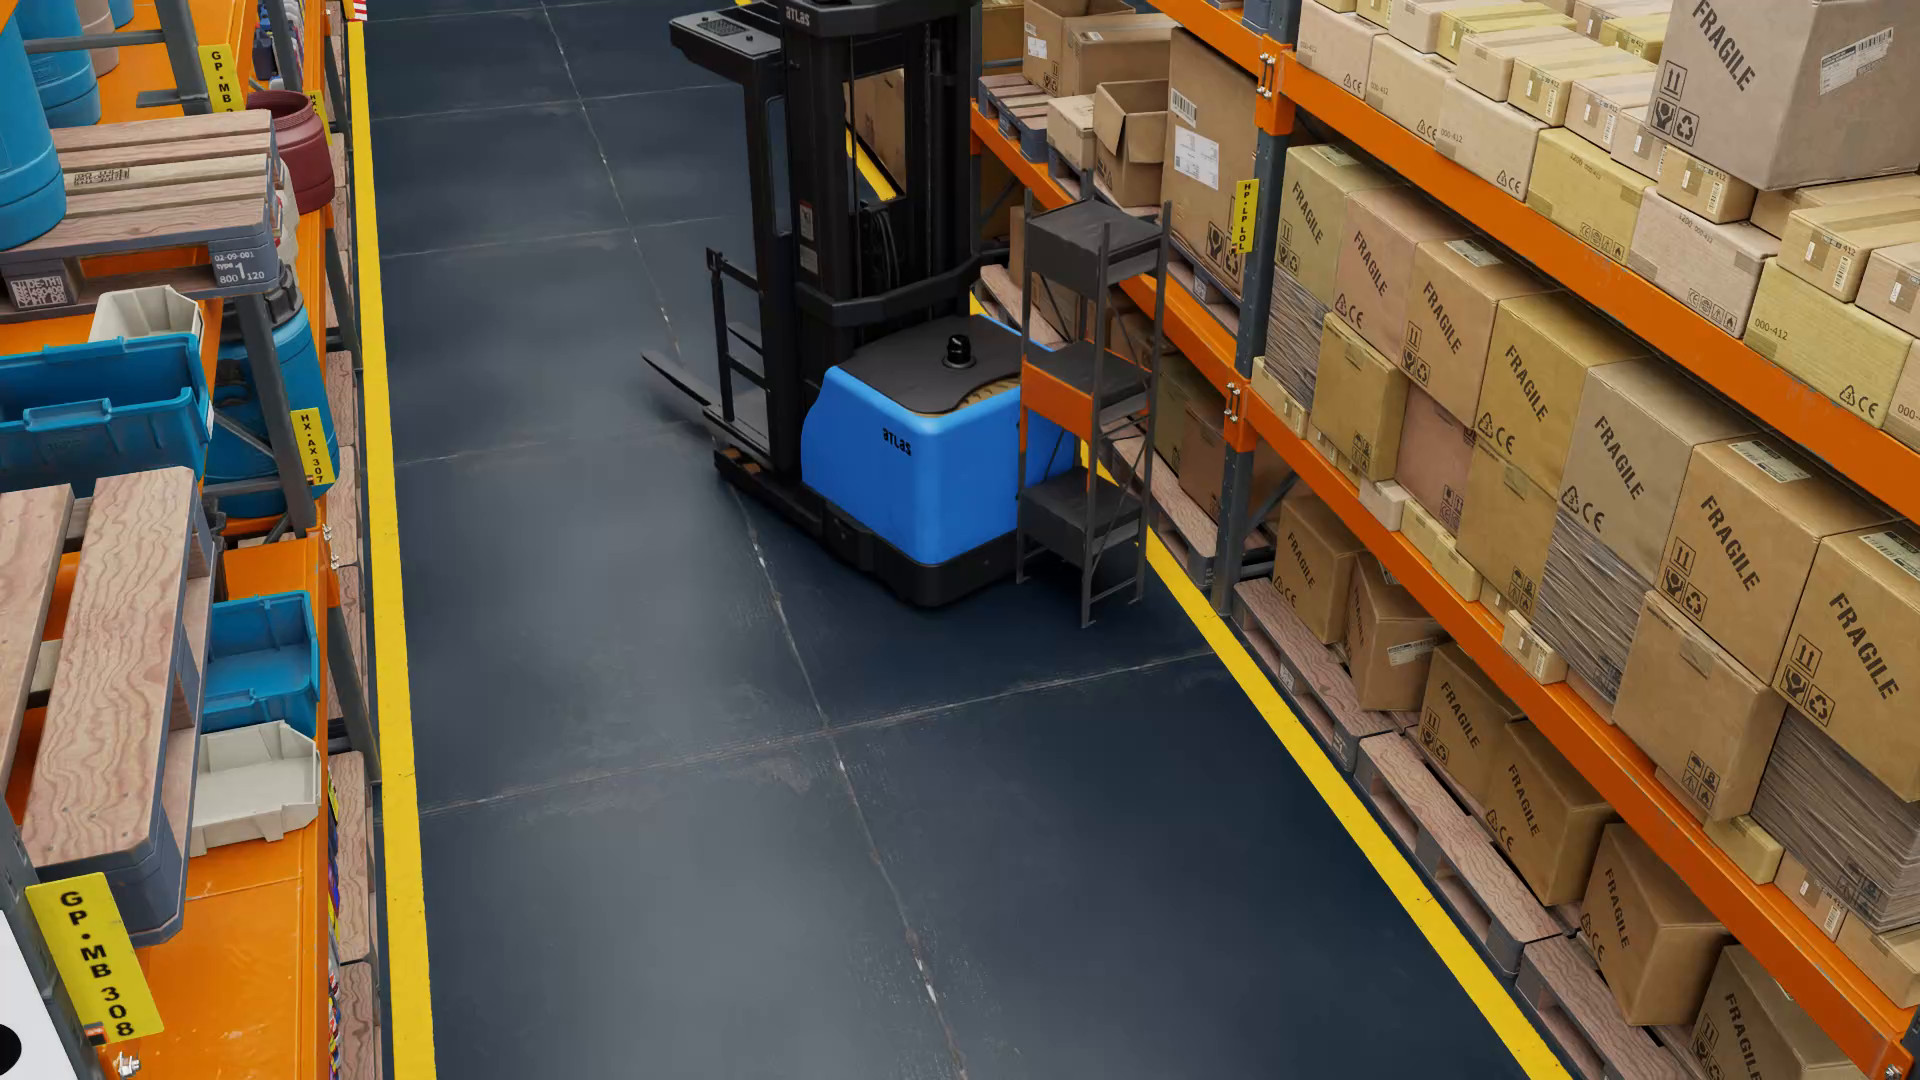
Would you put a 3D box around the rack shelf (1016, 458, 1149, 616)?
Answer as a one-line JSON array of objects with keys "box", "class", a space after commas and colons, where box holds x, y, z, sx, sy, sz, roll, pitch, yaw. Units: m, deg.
[{"box": [0.597, -0.023, 8.174, 0.431, 0.518, 0.480, -24, 41, -32], "class": "rack shelf"}]

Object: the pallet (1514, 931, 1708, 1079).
[{"box": [2.717, 1.809, 5.821, 1.003, 0.211, 1.213, -10, 35, -15], "class": "pallet"}]

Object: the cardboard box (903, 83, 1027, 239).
[{"box": [0.324, -2.737, 11.717, 1.225, 0.875, 0.875, -12, 35, -17], "class": "cardboard box"}]

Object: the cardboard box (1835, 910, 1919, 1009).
[{"box": [2.671, 1.108, 4.580, 0.380, 0.149, 0.250, -10, 35, -15], "class": "cardboard box"}]

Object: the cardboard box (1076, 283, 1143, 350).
[{"box": [1.099, -1.289, 9.848, 0.700, 0.500, 0.500, -7, 34, -11], "class": "cardboard box"}]

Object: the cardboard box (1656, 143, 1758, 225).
[{"box": [2.183, -1.015, 4.619, 0.380, 0.149, 0.250, -12, 35, -17], "class": "cardboard box"}]

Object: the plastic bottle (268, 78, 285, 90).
[{"box": [-4.168, -2.722, 10.261, 0.152, 0.276, 0.135, -10, 35, -15], "class": "plastic bottle"}]

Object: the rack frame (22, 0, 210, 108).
[{"box": [-2.982, -2.652, 4.601, 1.000, 3.000, 0.127, -10, 35, -15], "class": "rack frame"}]

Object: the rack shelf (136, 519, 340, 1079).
[{"box": [-2.372, 1.201, 4.864, 1.077, 0.370, 4.000, -10, 35, -15], "class": "rack shelf"}]

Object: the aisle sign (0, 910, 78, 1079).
[{"box": [-1.461, 0.855, 2.377, 0.394, 0.787, 0.004, -10, 35, -15], "class": "aisle sign"}]

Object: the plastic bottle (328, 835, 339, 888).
[{"box": [-2.453, 1.163, 6.273, 0.144, 0.351, 0.185, -12, 35, -17], "class": "plastic bottle"}]

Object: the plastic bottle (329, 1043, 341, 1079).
[{"box": [-2.123, 1.721, 5.500, 0.097, 0.271, 0.097, 0, 33, 0], "class": "plastic bottle"}]

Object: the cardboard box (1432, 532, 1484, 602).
[{"box": [1.984, 0.071, 6.149, 0.380, 0.149, 0.250, -10, 35, -15], "class": "cardboard box"}]

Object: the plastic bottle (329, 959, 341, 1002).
[{"box": [-2.246, 1.538, 5.841, 0.097, 0.201, 0.097, 0, 33, 0], "class": "plastic bottle"}]

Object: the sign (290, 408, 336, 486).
[{"box": [-2.455, -0.351, 6.310, 0.100, 0.325, 0.005, -10, 35, -15], "class": "sign"}]

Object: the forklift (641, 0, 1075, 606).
[{"box": [-0.713, -1.642, 8.576, 1.130, 2.935, 3.031, -24, 41, -32], "class": "forklift"}]

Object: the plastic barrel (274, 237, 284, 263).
[{"box": [-3.289, -1.130, 7.616, 0.433, 0.535, 0.433, 0, 33, 0], "class": "plastic barrel"}]

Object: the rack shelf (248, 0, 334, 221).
[{"box": [-4.812, -2.999, 11.220, 1.077, 0.370, 4.000, -10, 35, -15], "class": "rack shelf"}]

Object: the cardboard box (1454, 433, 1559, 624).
[{"box": [2.294, -0.118, 5.847, 0.875, 0.500, 0.500, -10, 35, -15], "class": "cardboard box"}]

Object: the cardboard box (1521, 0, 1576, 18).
[{"box": [2.262, -1.942, 6.022, 0.380, 0.149, 0.250, -12, 35, -17], "class": "cardboard box"}]

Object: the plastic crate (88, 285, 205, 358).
[{"box": [-2.108, -0.516, 4.328, 0.243, 0.136, 0.396, -10, 35, -15], "class": "plastic crate"}]

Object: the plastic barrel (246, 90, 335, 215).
[{"box": [-3.772, -2.113, 9.104, 0.600, 0.536, 0.708, -10, 35, -15], "class": "plastic barrel"}]

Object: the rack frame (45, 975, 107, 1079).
[{"box": [-1.762, 1.951, 3.077, 1.000, 3.000, 0.127, -10, 35, -15], "class": "rack frame"}]

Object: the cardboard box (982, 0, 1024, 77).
[{"box": [0.128, -3.341, 10.995, 0.500, 0.500, 0.500, -9, 35, -13], "class": "cardboard box"}]

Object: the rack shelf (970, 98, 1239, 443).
[{"box": [1.125, -1.732, 9.303, 1.077, 0.370, 4.000, -10, 35, -15], "class": "rack shelf"}]

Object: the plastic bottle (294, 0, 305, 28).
[{"box": [-4.774, -3.804, 11.831, 0.144, 0.351, 0.185, -10, 35, -15], "class": "plastic bottle"}]

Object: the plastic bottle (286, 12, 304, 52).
[{"box": [-4.617, -3.496, 11.432, 0.152, 0.276, 0.135, -10, 35, -15], "class": "plastic bottle"}]

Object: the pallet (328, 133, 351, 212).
[{"box": [-5.227, -2.774, 12.756, 1.003, 0.211, 1.213, -10, 35, -15], "class": "pallet"}]

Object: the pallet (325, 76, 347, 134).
[{"box": [-5.684, -3.566, 13.954, 1.003, 0.211, 1.213, -10, 35, -15], "class": "pallet"}]

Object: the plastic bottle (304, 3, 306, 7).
[{"box": [-4.933, -4.058, 12.350, 0.097, 0.201, 0.097, 0, 33, 0], "class": "plastic bottle"}]

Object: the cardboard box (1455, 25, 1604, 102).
[{"box": [1.863, -1.564, 5.450, 0.380, 0.149, 0.250, -11, 35, -16], "class": "cardboard box"}]

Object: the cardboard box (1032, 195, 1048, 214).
[{"box": [0.747, -2.189, 10.530, 0.500, 0.250, 0.500, -9, 34, -13], "class": "cardboard box"}]

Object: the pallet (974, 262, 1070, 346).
[{"box": [0.751, -1.508, 10.841, 1.003, 0.211, 1.213, -10, 35, -15], "class": "pallet"}]

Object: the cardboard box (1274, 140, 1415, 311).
[{"box": [1.630, -1.286, 6.708, 0.500, 0.500, 0.500, -10, 35, -15], "class": "cardboard box"}]

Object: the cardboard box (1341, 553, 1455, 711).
[{"box": [2.000, 0.402, 7.308, 0.500, 0.500, 0.500, 0, 33, 1], "class": "cardboard box"}]

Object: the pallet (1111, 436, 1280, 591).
[{"box": [1.496, -0.227, 8.902, 1.003, 0.211, 1.213, -10, 35, -15], "class": "pallet"}]

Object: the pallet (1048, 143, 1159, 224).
[{"box": [1.157, -1.970, 9.184, 1.003, 0.211, 1.213, -10, 35, -15], "class": "pallet"}]

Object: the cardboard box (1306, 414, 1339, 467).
[{"box": [1.680, -0.454, 6.944, 0.380, 0.149, 0.250, -10, 35, -15], "class": "cardboard box"}]

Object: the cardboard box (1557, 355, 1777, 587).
[{"box": [2.244, -0.237, 5.120, 0.500, 0.500, 0.500, -10, 35, -15], "class": "cardboard box"}]

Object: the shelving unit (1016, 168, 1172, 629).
[{"box": [0.597, -0.618, 7.781, 0.431, 2.100, 0.503, -24, 41, -32], "class": "shelving unit"}]

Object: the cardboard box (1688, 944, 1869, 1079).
[{"box": [2.780, 1.655, 5.411, 0.500, 0.500, 0.500, -4, 34, -6], "class": "cardboard box"}]

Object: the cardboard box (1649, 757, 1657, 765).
[{"box": [2.372, 0.582, 5.376, 0.380, 0.149, 0.250, -10, 35, -15], "class": "cardboard box"}]

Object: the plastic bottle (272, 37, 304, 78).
[{"box": [-4.450, -3.207, 10.995, 0.152, 0.276, 0.135, -10, 35, -15], "class": "plastic bottle"}]

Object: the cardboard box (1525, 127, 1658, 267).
[{"box": [2.104, -1.077, 5.074, 0.500, 0.250, 0.500, -11, 35, -16], "class": "cardboard box"}]

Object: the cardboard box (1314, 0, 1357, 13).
[{"box": [1.540, -2.115, 6.283, 0.380, 0.149, 0.250, -11, 35, -16], "class": "cardboard box"}]

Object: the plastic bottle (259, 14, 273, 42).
[{"box": [-4.731, -3.463, 11.387, 0.097, 0.271, 0.097, 0, 33, 0], "class": "plastic bottle"}]

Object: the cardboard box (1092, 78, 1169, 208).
[{"box": [1.118, -2.095, 8.725, 0.797, 0.503, 0.637, -7, 34, -10], "class": "cardboard box"}]

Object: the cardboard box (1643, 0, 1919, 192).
[{"box": [2.241, -1.279, 4.430, 0.500, 0.500, 0.500, -10, 35, -15], "class": "cardboard box"}]
